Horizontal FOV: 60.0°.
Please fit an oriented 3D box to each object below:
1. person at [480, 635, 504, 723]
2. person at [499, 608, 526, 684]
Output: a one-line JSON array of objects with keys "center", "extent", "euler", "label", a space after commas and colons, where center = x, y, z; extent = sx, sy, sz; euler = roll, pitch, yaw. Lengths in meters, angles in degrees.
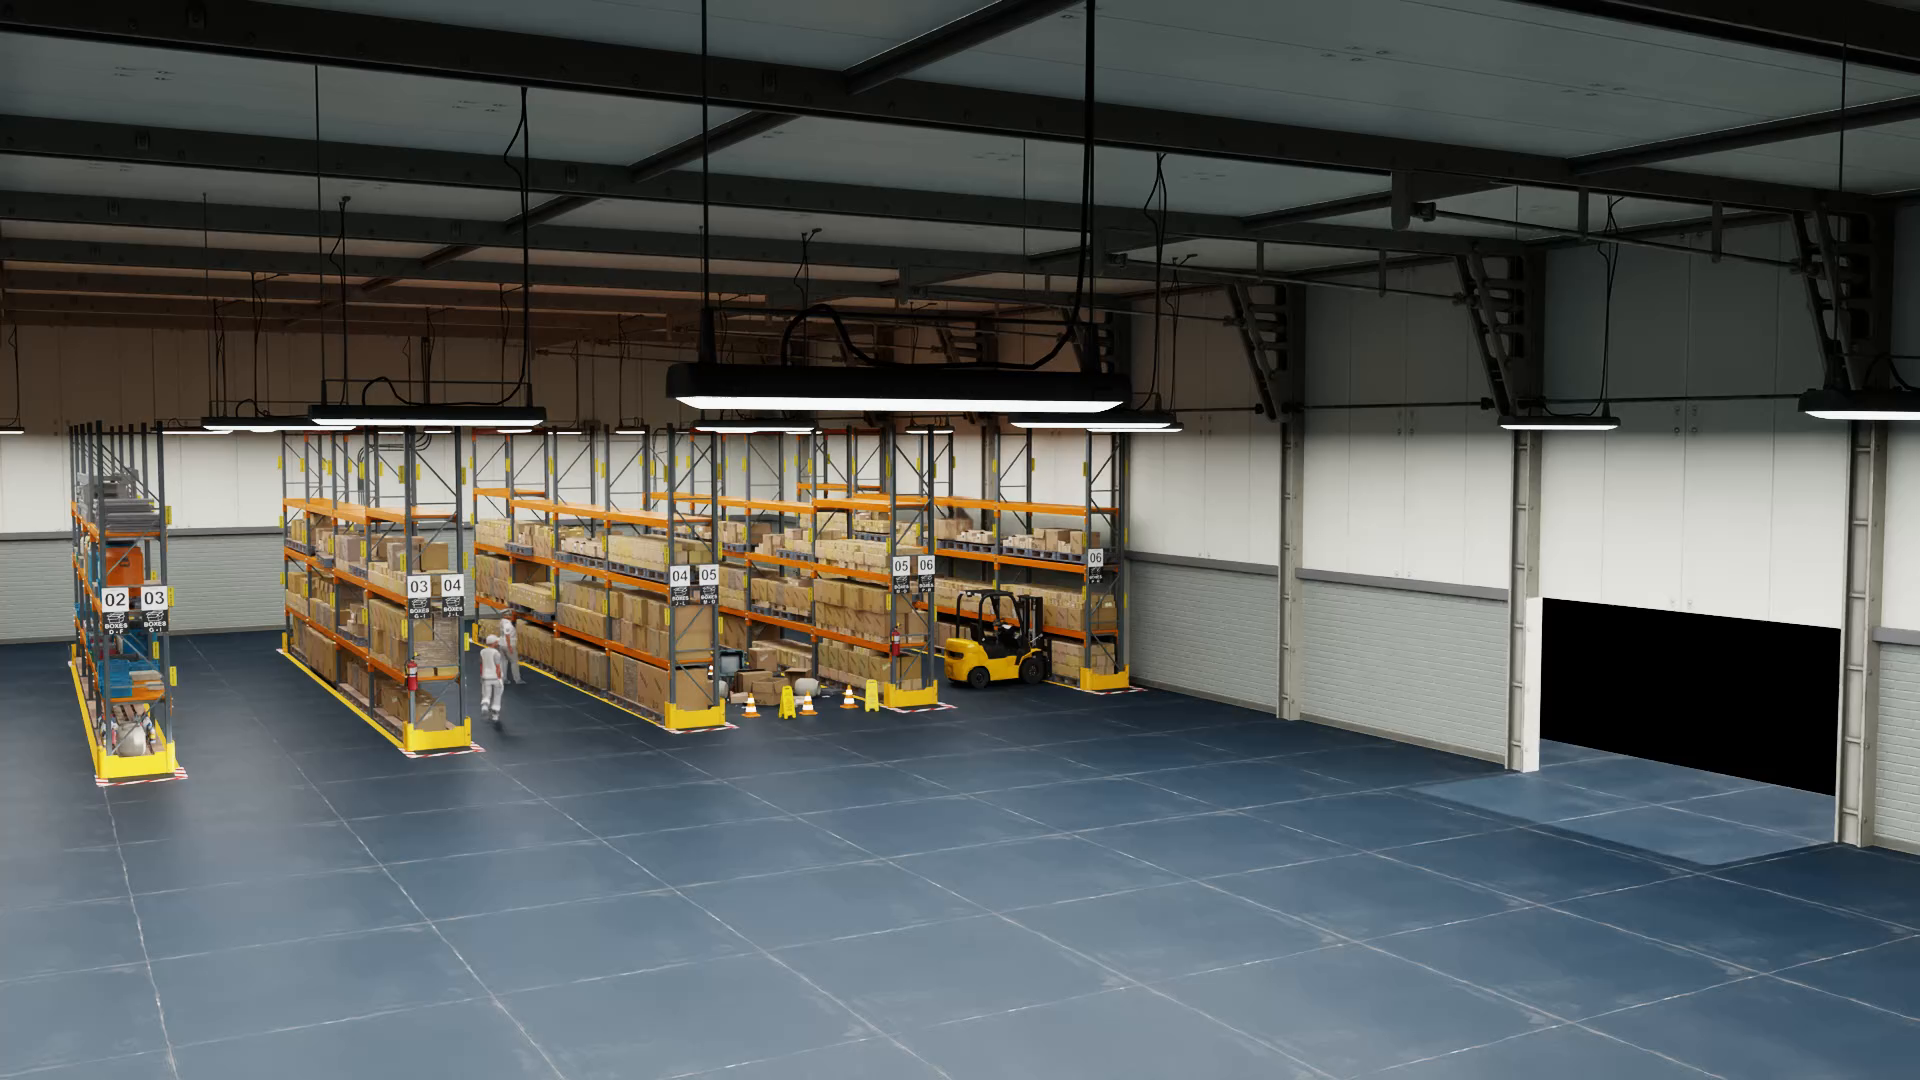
[{"center": [-9.349, 2.777, 33.122], "extent": [0.500, 1.779, 0.726], "euler": [0, 4, -2], "label": "person"}, {"center": [-10.410, 2.455, 38.582], "extent": [0.556, 1.774, 0.556], "euler": [-3, 5, -43], "label": "person"}]
